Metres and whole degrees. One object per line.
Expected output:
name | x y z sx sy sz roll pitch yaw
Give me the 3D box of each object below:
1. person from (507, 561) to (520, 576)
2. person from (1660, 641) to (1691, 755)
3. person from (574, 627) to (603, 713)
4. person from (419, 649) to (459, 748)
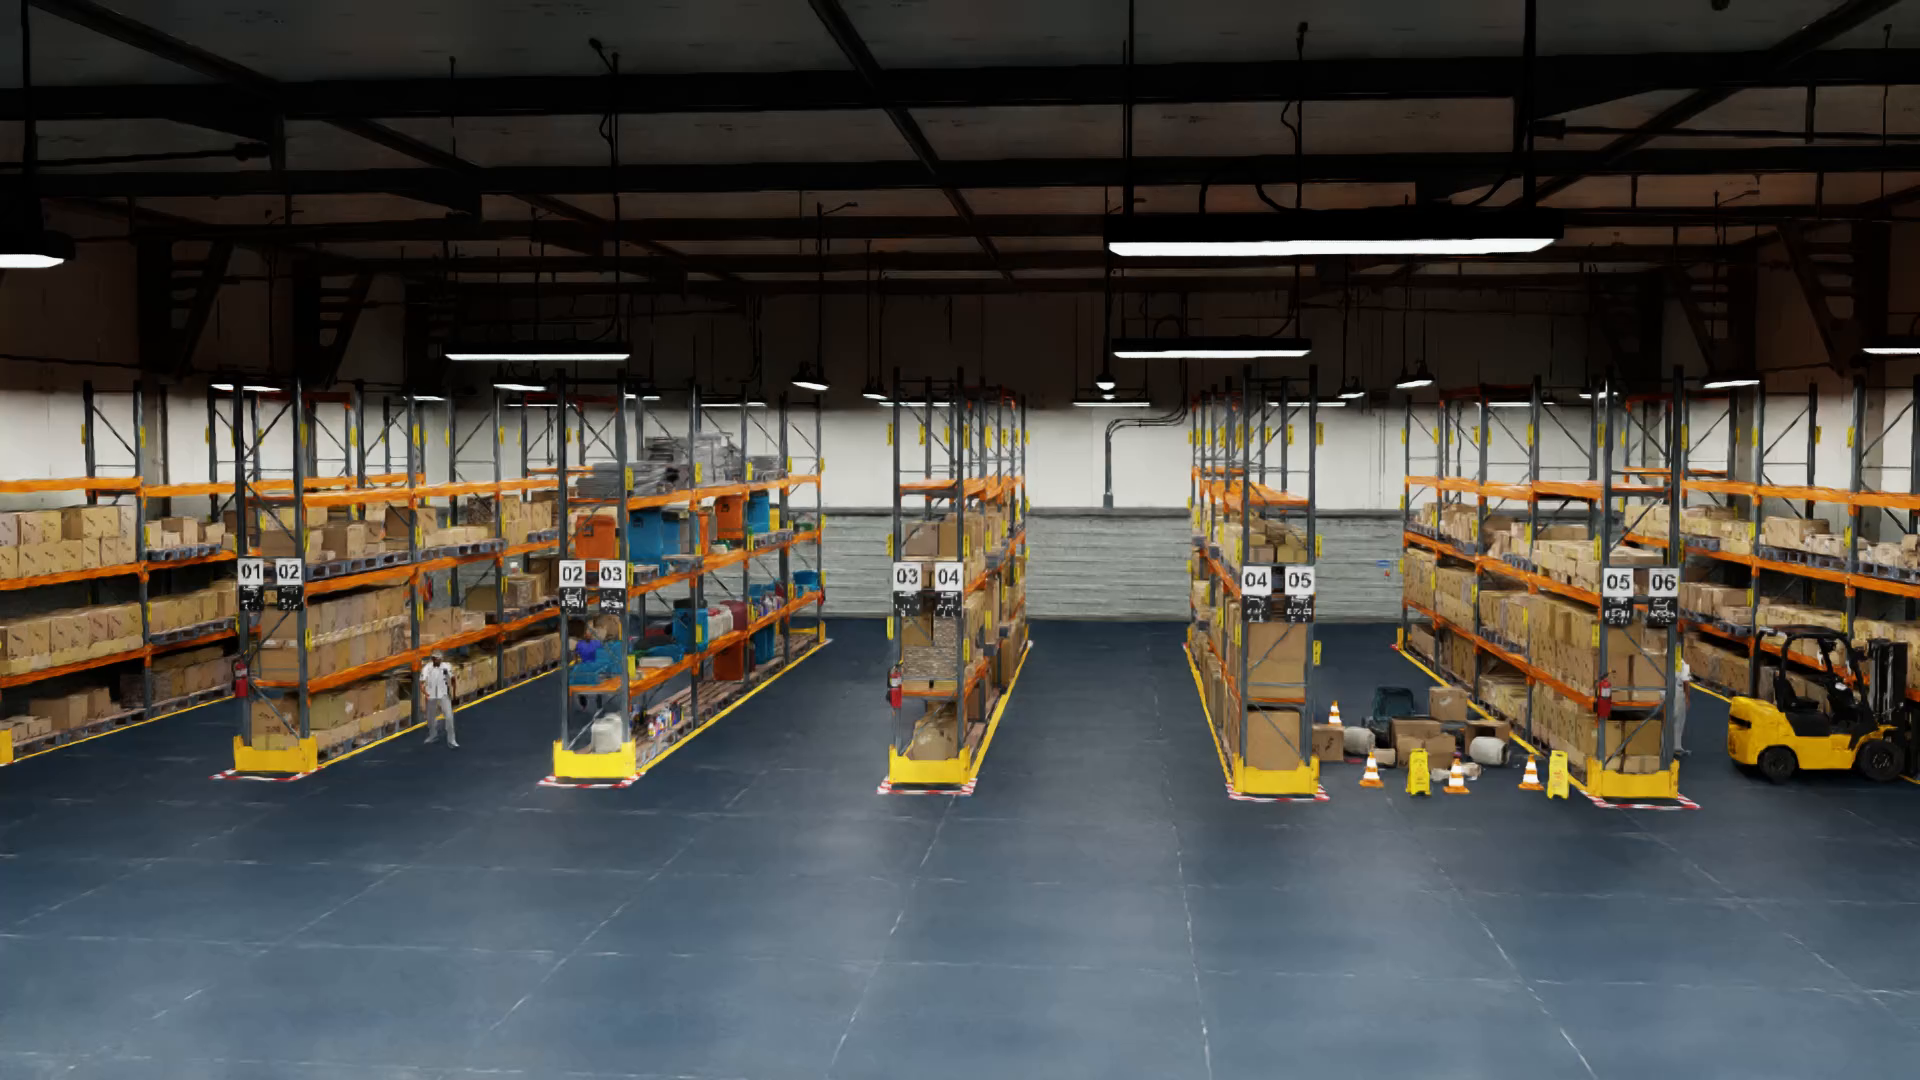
person | -11.684 1.423 43.788 0.555 1.725 1.029 0 4 5
person | 11.296 2.480 26.246 0.469 1.757 0.589 -2 4 -26
person | -6.687 2.342 30.051 0.592 1.604 0.518 0 4 3
person | -8.401 2.522 26.864 0.622 1.608 0.822 -1 4 -11
